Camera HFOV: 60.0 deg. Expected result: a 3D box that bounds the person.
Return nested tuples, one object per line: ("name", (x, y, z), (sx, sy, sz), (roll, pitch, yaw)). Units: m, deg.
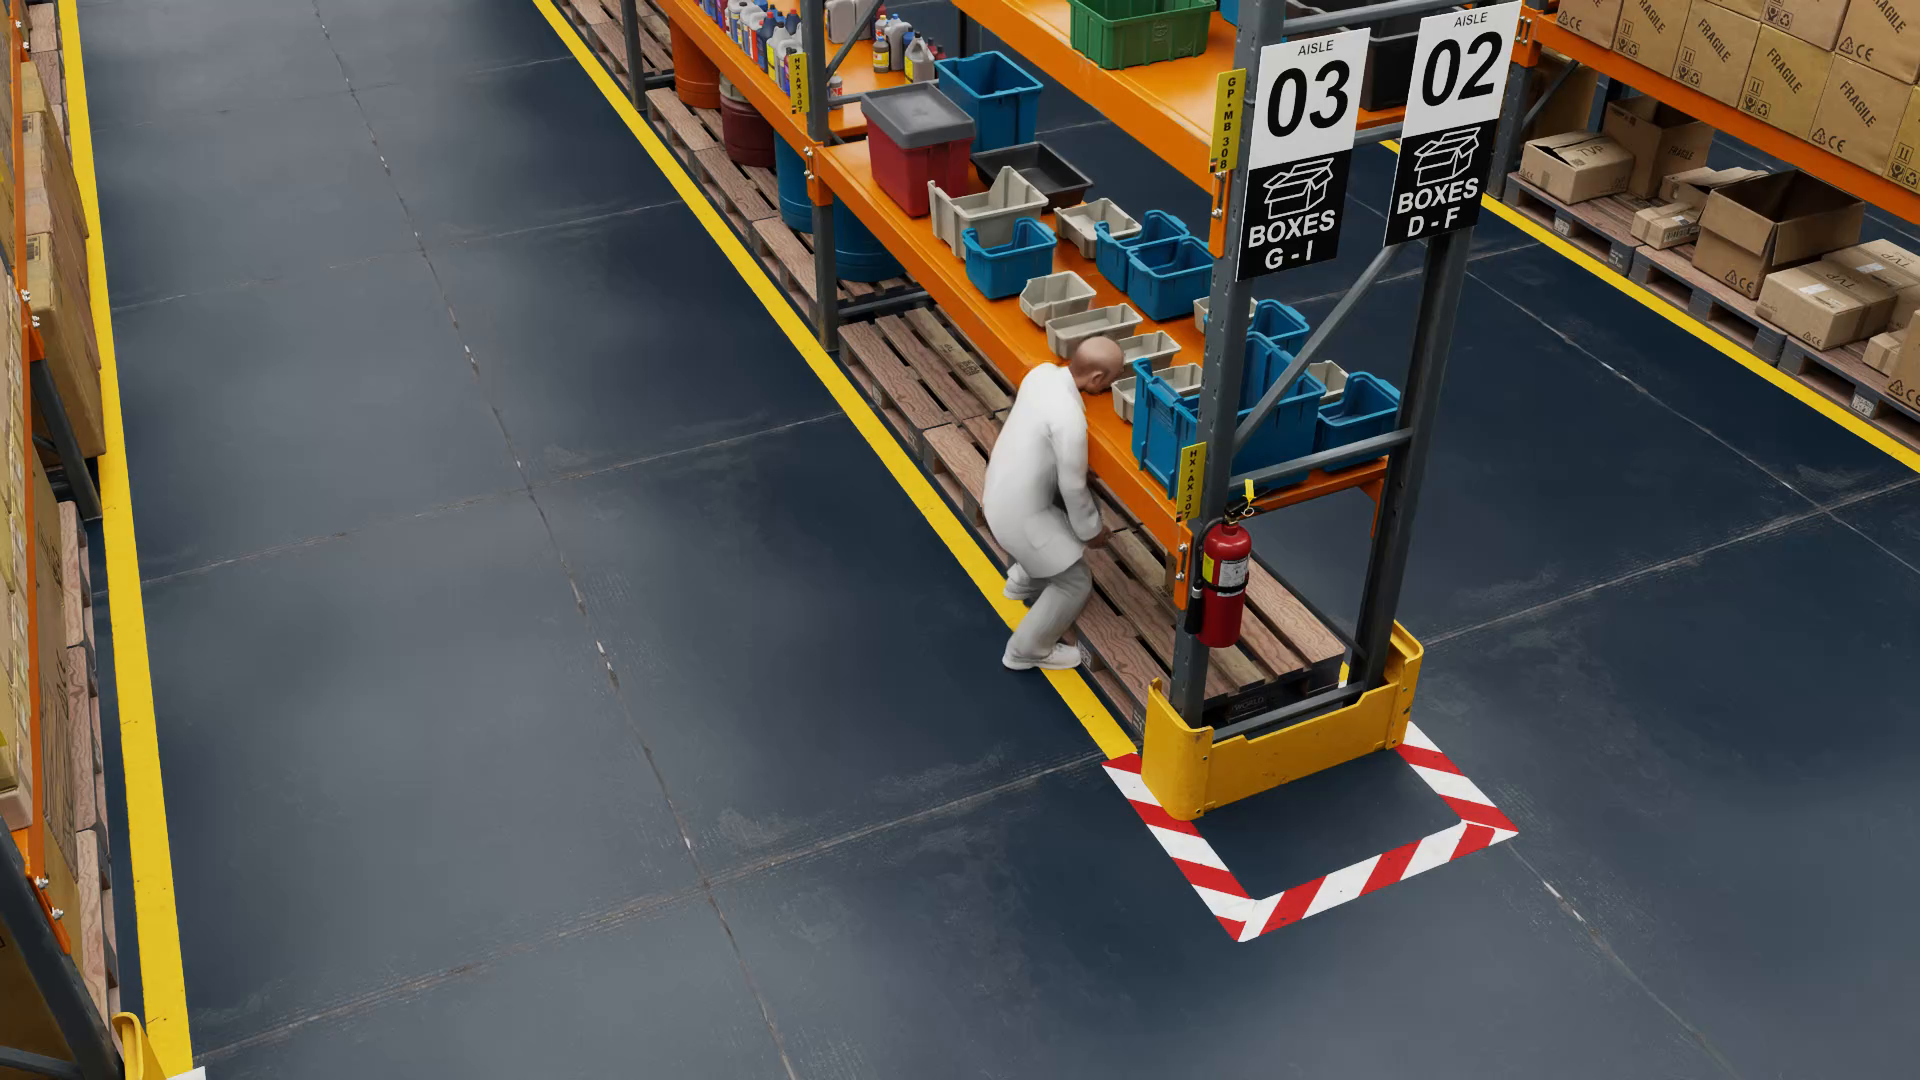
("person", (0.386, -0.166, 7.267), (0.590, 1.576, 0.623), (-4, 37, -6))
